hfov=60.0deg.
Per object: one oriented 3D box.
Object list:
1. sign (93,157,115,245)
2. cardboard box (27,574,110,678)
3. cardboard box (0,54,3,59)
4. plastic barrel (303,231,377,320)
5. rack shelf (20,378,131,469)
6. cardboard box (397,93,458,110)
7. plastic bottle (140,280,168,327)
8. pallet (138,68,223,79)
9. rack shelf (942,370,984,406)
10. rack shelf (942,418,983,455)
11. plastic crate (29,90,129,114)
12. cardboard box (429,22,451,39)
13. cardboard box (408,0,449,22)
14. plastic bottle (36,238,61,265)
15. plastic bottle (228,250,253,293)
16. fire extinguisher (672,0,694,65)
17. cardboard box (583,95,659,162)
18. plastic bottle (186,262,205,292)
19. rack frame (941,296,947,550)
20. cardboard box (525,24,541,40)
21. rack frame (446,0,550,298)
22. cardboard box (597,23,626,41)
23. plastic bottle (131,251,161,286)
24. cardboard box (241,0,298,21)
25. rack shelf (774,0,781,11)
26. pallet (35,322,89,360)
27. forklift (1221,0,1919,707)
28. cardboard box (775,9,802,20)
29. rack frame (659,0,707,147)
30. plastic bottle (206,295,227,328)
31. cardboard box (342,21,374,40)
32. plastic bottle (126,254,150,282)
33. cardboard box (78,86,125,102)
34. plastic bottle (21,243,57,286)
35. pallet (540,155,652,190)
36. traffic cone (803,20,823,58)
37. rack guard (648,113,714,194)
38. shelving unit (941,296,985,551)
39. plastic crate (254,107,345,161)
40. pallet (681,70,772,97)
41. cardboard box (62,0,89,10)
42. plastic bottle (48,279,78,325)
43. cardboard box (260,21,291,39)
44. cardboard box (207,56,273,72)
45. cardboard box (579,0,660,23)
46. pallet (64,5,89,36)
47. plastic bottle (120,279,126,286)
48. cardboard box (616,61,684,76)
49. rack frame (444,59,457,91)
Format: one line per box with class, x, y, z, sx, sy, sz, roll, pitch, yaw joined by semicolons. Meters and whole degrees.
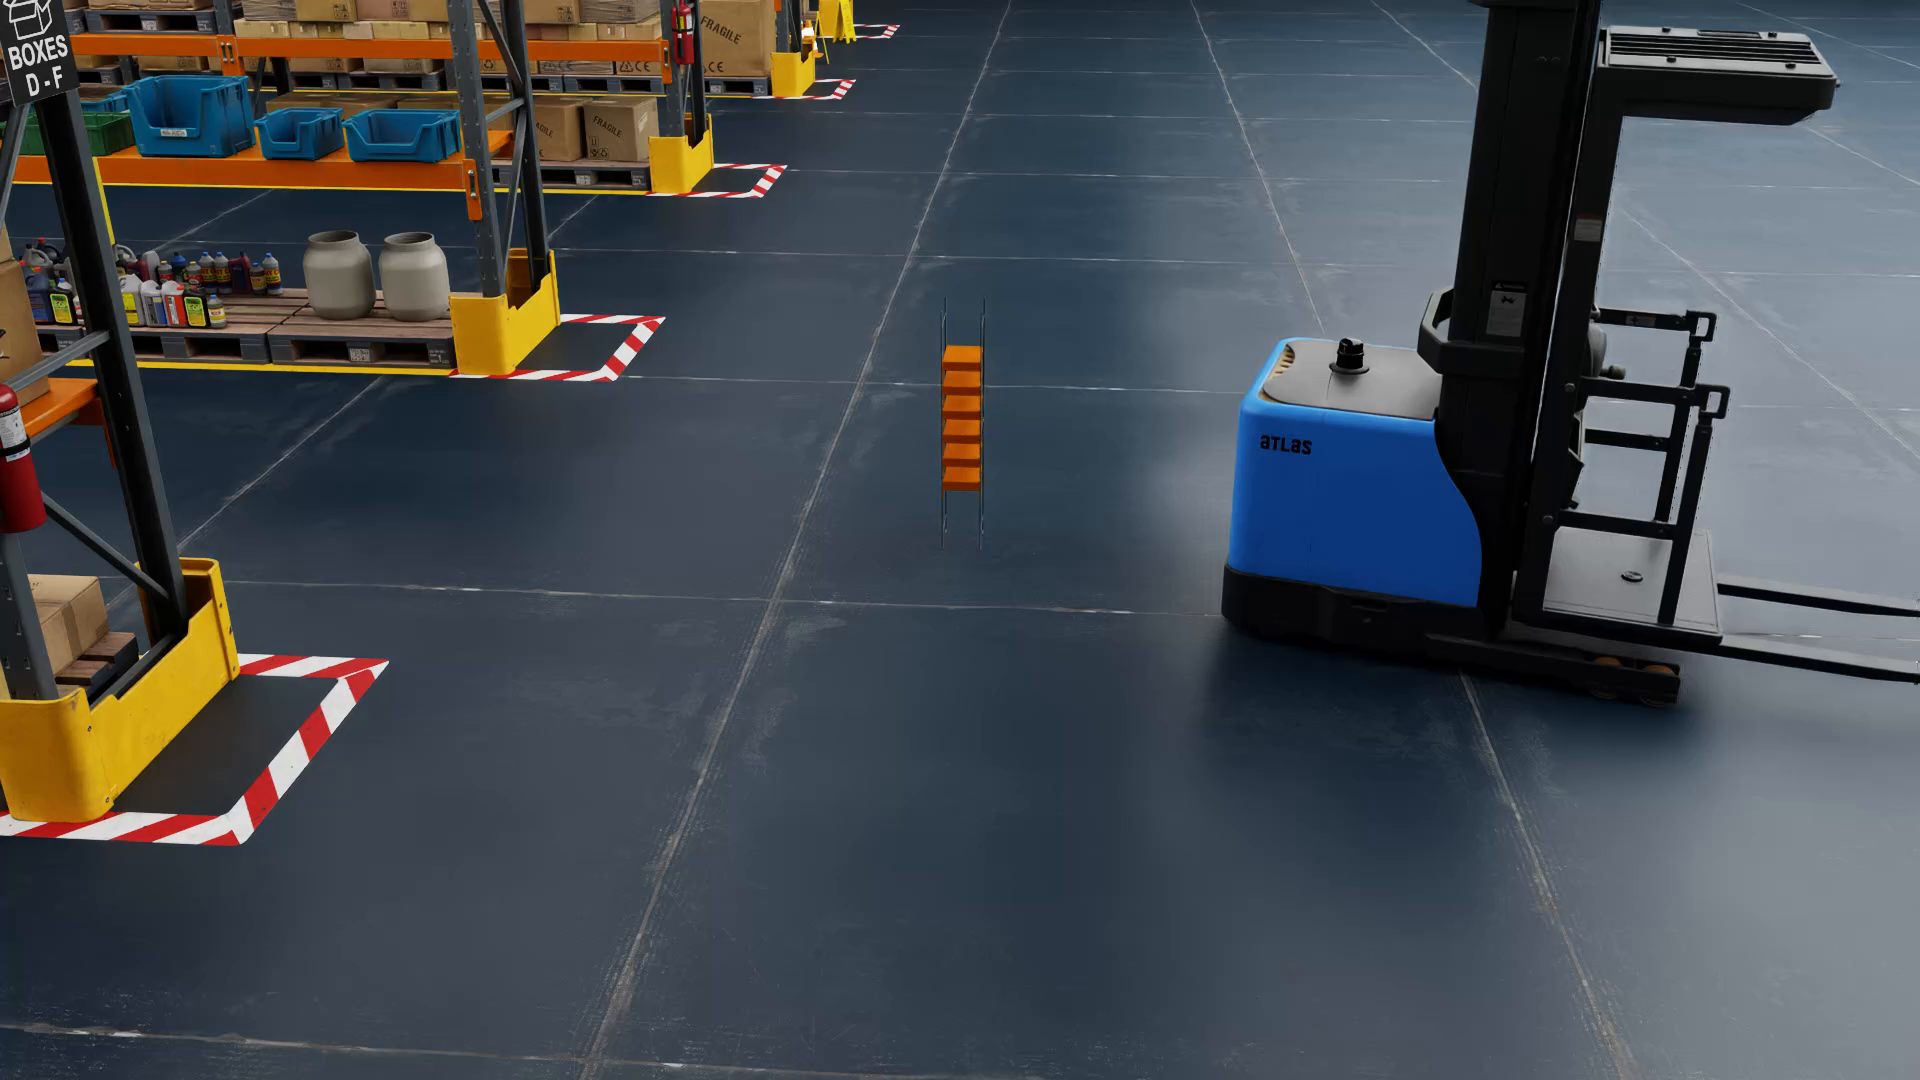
sign;-3.210;-1.252;6.192;0.005;0.325;0.100;2;25;4
cardboard box;-3.776;0.356;6.613;0.500;0.250;0.500;2;25;4
cardboard box;-11.714;-6.036;20.207;0.500;0.500;0.500;1;25;2
plastic barrel;-4.037;-1.722;10.817;0.421;0.512;0.421;0;25;0
rack shelf;-5.252;-0.329;6.177;4.000;0.370;1.077;2;25;4
cardboard box;-4.892;-3.872;15.504;0.500;0.500;0.500;0;25;-1
plastic bottle;-5.128;-1.519;10.633;0.135;0.276;0.152;1;25;3
pallet;-9.212;-5.717;20.361;1.213;0.211;1.003;2;25;4
rack shelf;0.014;-0.722;7.855;0.180;0.103;0.258;2;25;4
rack shelf;0.014;-0.504;7.956;0.180;0.103;0.258;2;25;4
plastic crate;-5.739;-2.795;10.852;0.616;0.251;0.499;2;25;4
cardboard box;-4.544;-4.571;14.835;0.250;0.149;0.380;2;25;4
cardboard box;-4.543;-4.951;14.885;0.500;0.500;0.875;2;25;4
plastic bottle;-6.199;-1.880;11.330;0.185;0.351;0.144;1;25;3
plastic bottle;-4.883;-1.825;11.290;0.133;0.283;0.061;2;25;5
fire extinguisher;-2.417;-4.490;14.450;0.183;0.674;0.296;2;25;4
cardboard box;-3.117;-3.803;15.353;0.500;0.500;0.500;6;25;14
plastic bottle;-5.199;-1.790;11.312;0.097;0.201;0.097;0;25;0
rack frame;-0.077;-0.548;7.944;0.006;1.200;0.240;2;25;4
cardboard box;-3.793;-4.564;14.820;0.250;0.149;0.380;2;25;4
rack frame;-2.875;-2.656;10.373;0.127;3.000;1.000;2;25;4
cardboard box;-3.045;-4.538;14.763;0.250;0.149;0.380;2;25;4
plastic bottle;-5.524;-1.823;11.295;0.135;0.276;0.152;2;25;5
cardboard box;-6.040;-4.989;14.967;0.500;0.500;0.875;2;25;4
rack shelf;-4.010;-6.522;19.635;4.000;0.370;1.077;2;25;4
pallet;-6.197;-1.479;11.150;1.213;0.211;1.003;2;25;4
forklift;2.723;-0.908;6.655;3.031;2.935;1.130;9;26;18
cardboard box;-2.588;-7.707;24.137;0.500;0.250;0.500;2;25;4
rack frame;-2.496;-4.721;14.860;0.127;3.000;1.000;2;25;4
plastic bottle;-4.740;-1.461;10.597;0.097;0.201;0.097;0;25;0
cardboard box;-5.297;-4.563;14.818;0.250;0.149;0.380;2;25;4
plastic bottle;-5.532;-1.782;11.197;0.133;0.283;0.061;2;25;4
cardboard box;-8.127;-3.982;15.719;0.500;0.500;0.700;0;25;-1
plastic bottle;-6.210;-1.820;11.199;0.185;0.351;0.144;2;25;4
pallet;-3.379;-3.497;15.536;1.213;0.211;1.003;2;25;4
traffic cone;-2.011;-6.701;22.199;0.334;0.463;0.336;2;25;4
rack guard;-2.572;-3.588;15.387;0.348;0.500;1.175;2;25;4
shelving unit;0.014;-0.545;7.937;0.189;1.200;0.258;2;25;4
plastic crate;-4.044;-2.503;10.219;0.408;0.251;0.499;2;25;4
pallet;-2.819;-5.511;19.913;1.213;0.211;1.003;2;25;4
cardboard box;-8.220;-5.103;15.065;0.637;0.503;0.797;4;25;9
plastic bottle;-5.741;-1.523;10.633;0.133;0.283;0.061;3;25;6
cardboard box;-6.045;-4.589;14.874;0.250;0.149;0.380;2;25;4
cardboard box;-8.520;-6.126;20.103;0.750;0.750;1.050;2;25;5
cardboard box;-3.042;-4.930;14.840;0.500;0.500;0.875;2;25;4
pallet;-8.496;-4.843;15.356;1.213;0.211;1.003;2;25;4
plastic bottle;-5.492;-1.591;10.790;0.135;0.276;0.152;2;25;4
cardboard box;-3.574;-6.032;19.748;0.875;0.875;0.875;1;25;3
rack frame;-6.004;-6.913;19.623;0.127;3.000;1.000;2;25;4
